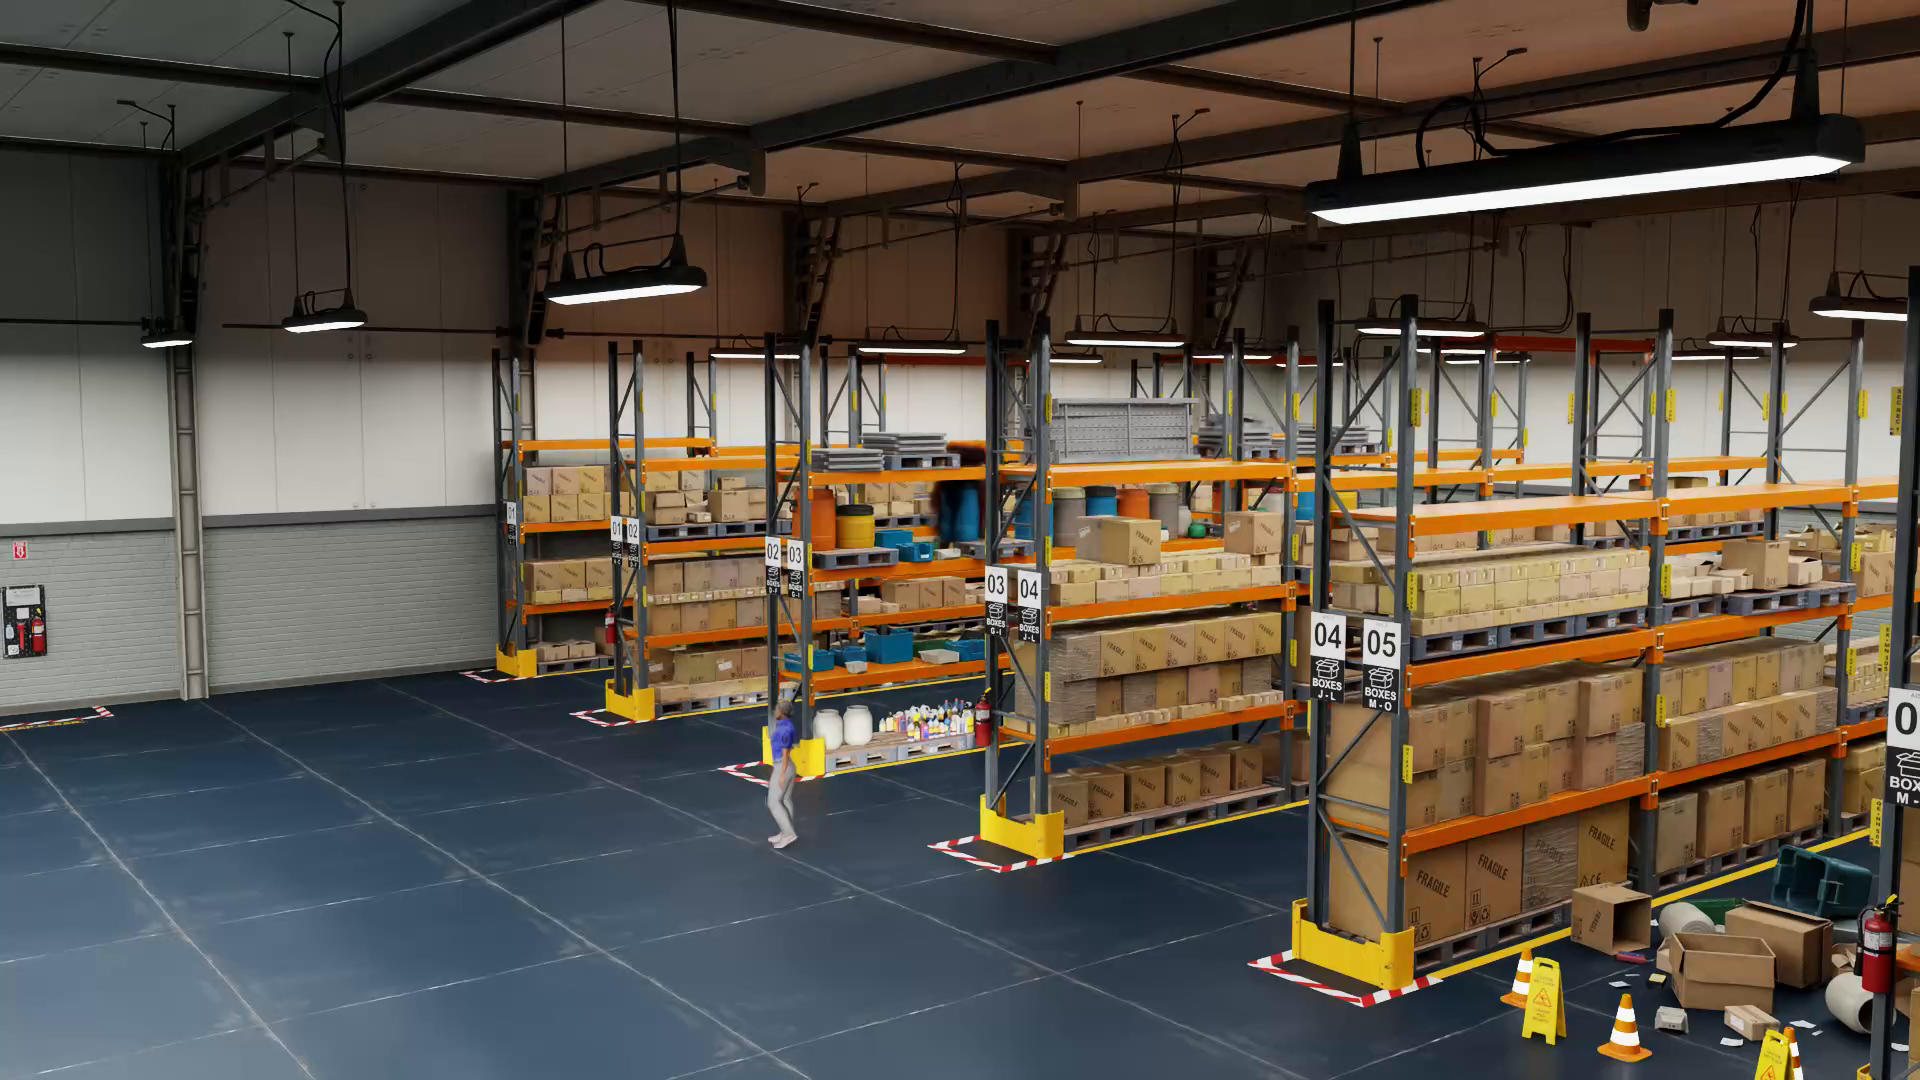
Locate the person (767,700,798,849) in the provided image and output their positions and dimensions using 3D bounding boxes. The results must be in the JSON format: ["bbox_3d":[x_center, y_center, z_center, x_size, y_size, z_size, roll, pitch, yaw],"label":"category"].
[{"bbox_3d":[-2.040,2.669,19.059,0.355,1.681,0.489,0,5,1],"label":"person"}]
